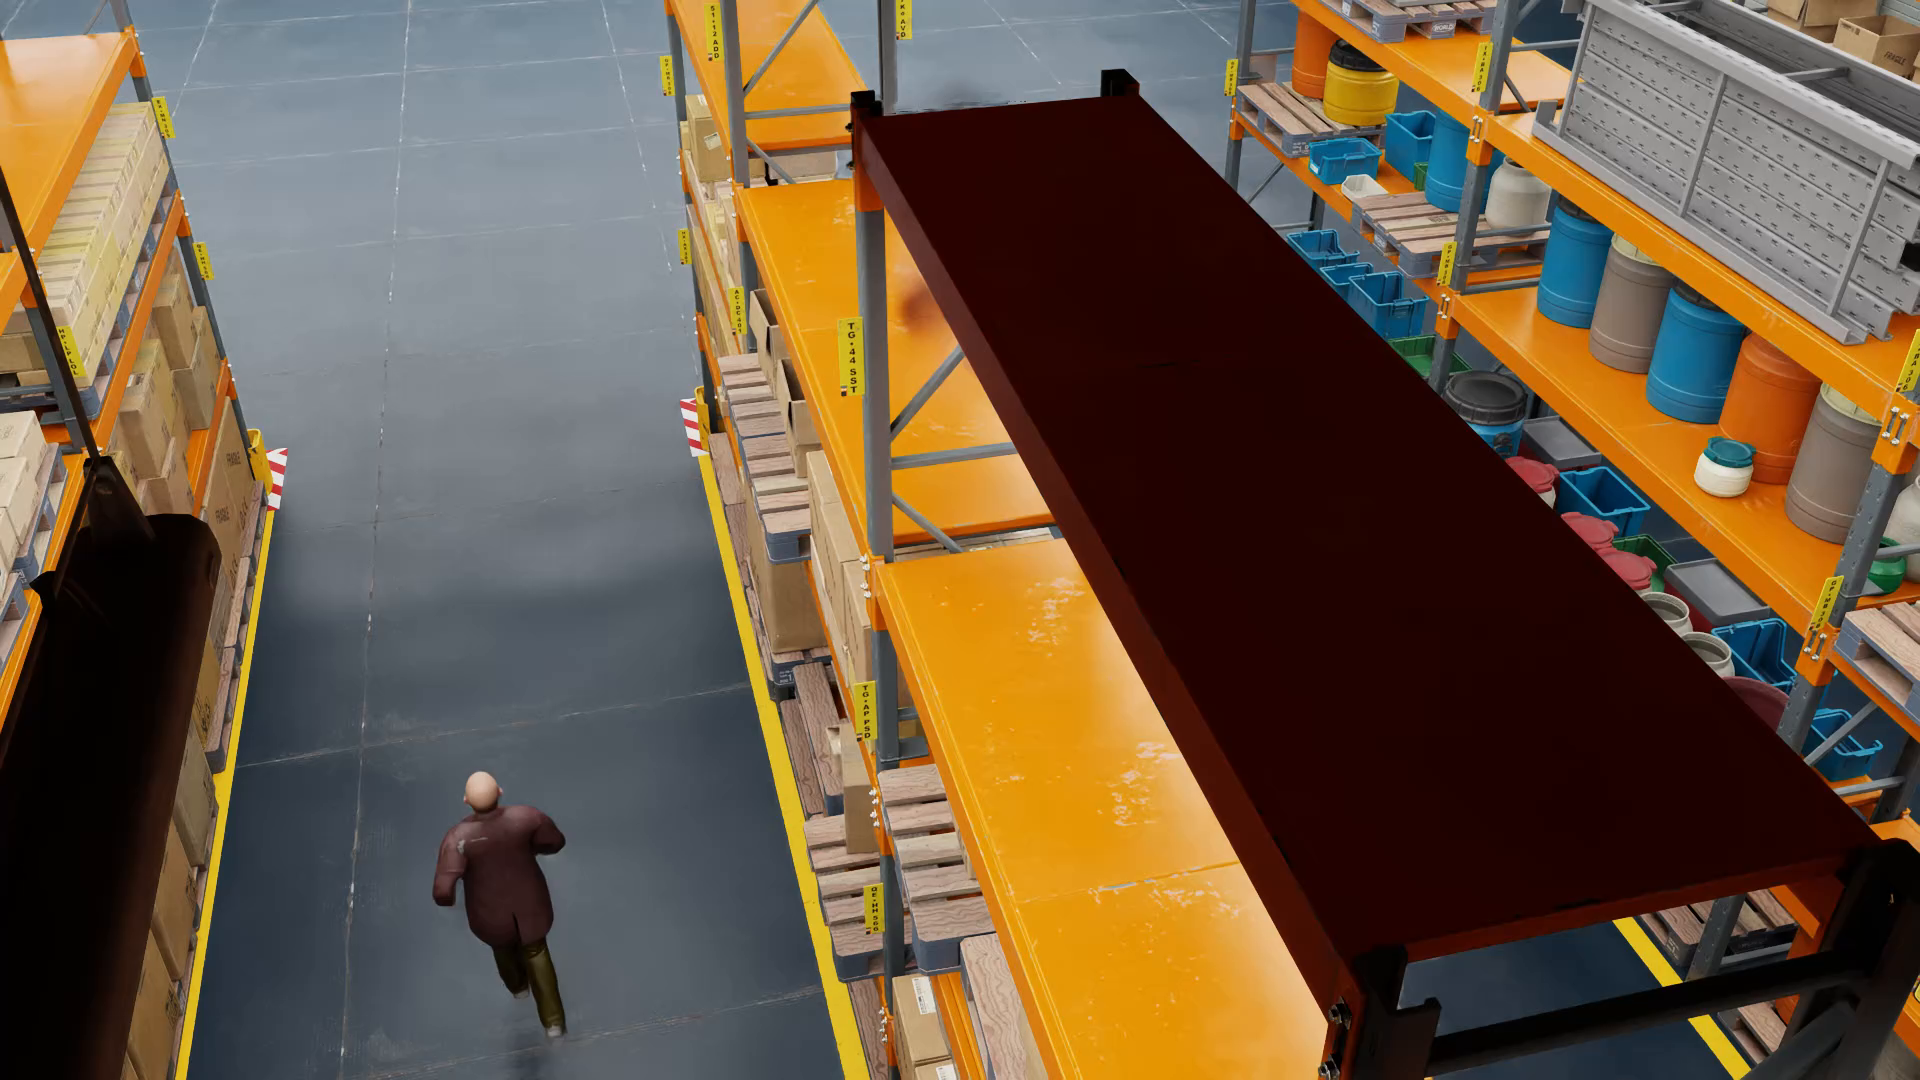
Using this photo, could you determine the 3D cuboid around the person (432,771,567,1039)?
[{"bbox_3d":[-2.481,1.994,9.115,0.733,1.828,0.871,-15,37,-21],"label":"person"}]
